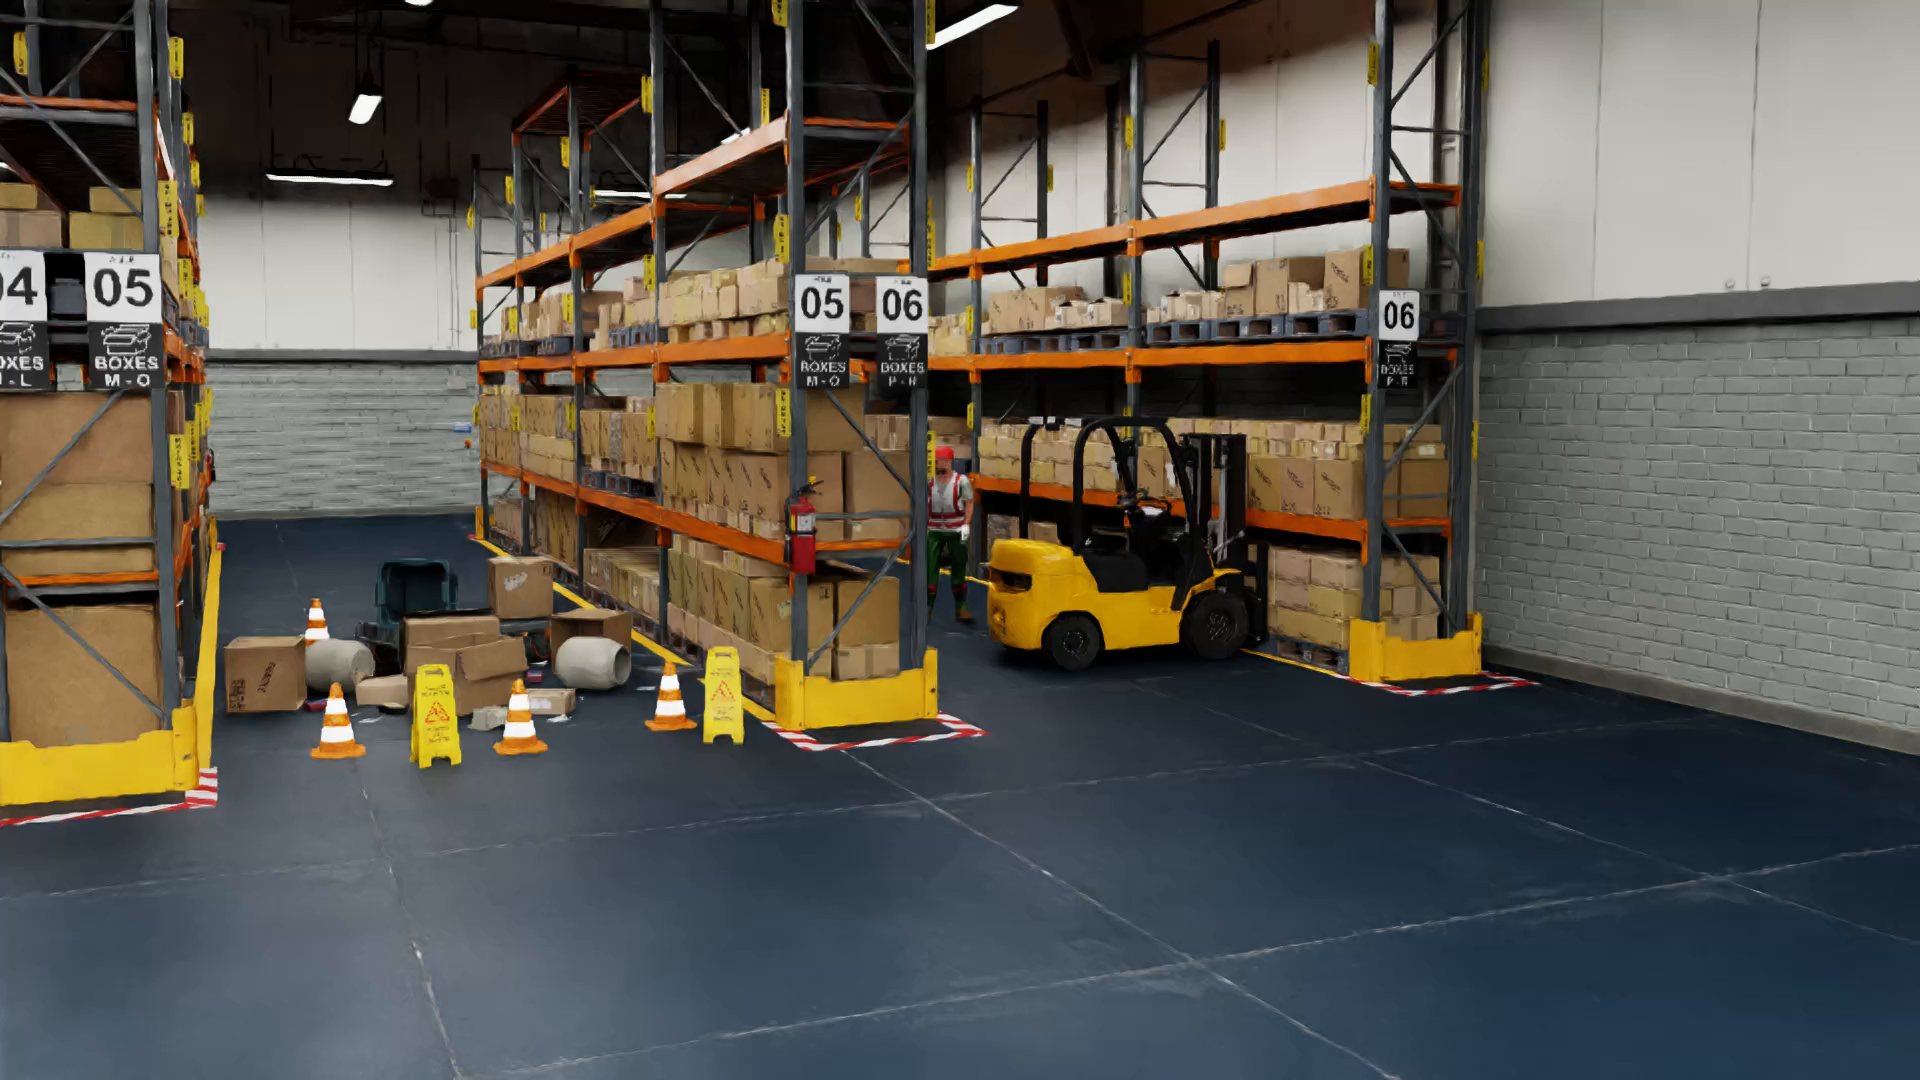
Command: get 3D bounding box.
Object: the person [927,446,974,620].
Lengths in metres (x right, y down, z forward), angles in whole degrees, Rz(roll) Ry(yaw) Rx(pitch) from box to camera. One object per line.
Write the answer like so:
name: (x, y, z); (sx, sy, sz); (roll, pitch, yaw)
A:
person: (-0.146, -0.070, 17.087); (0.596, 1.794, 0.528); (1, 5, 12)
